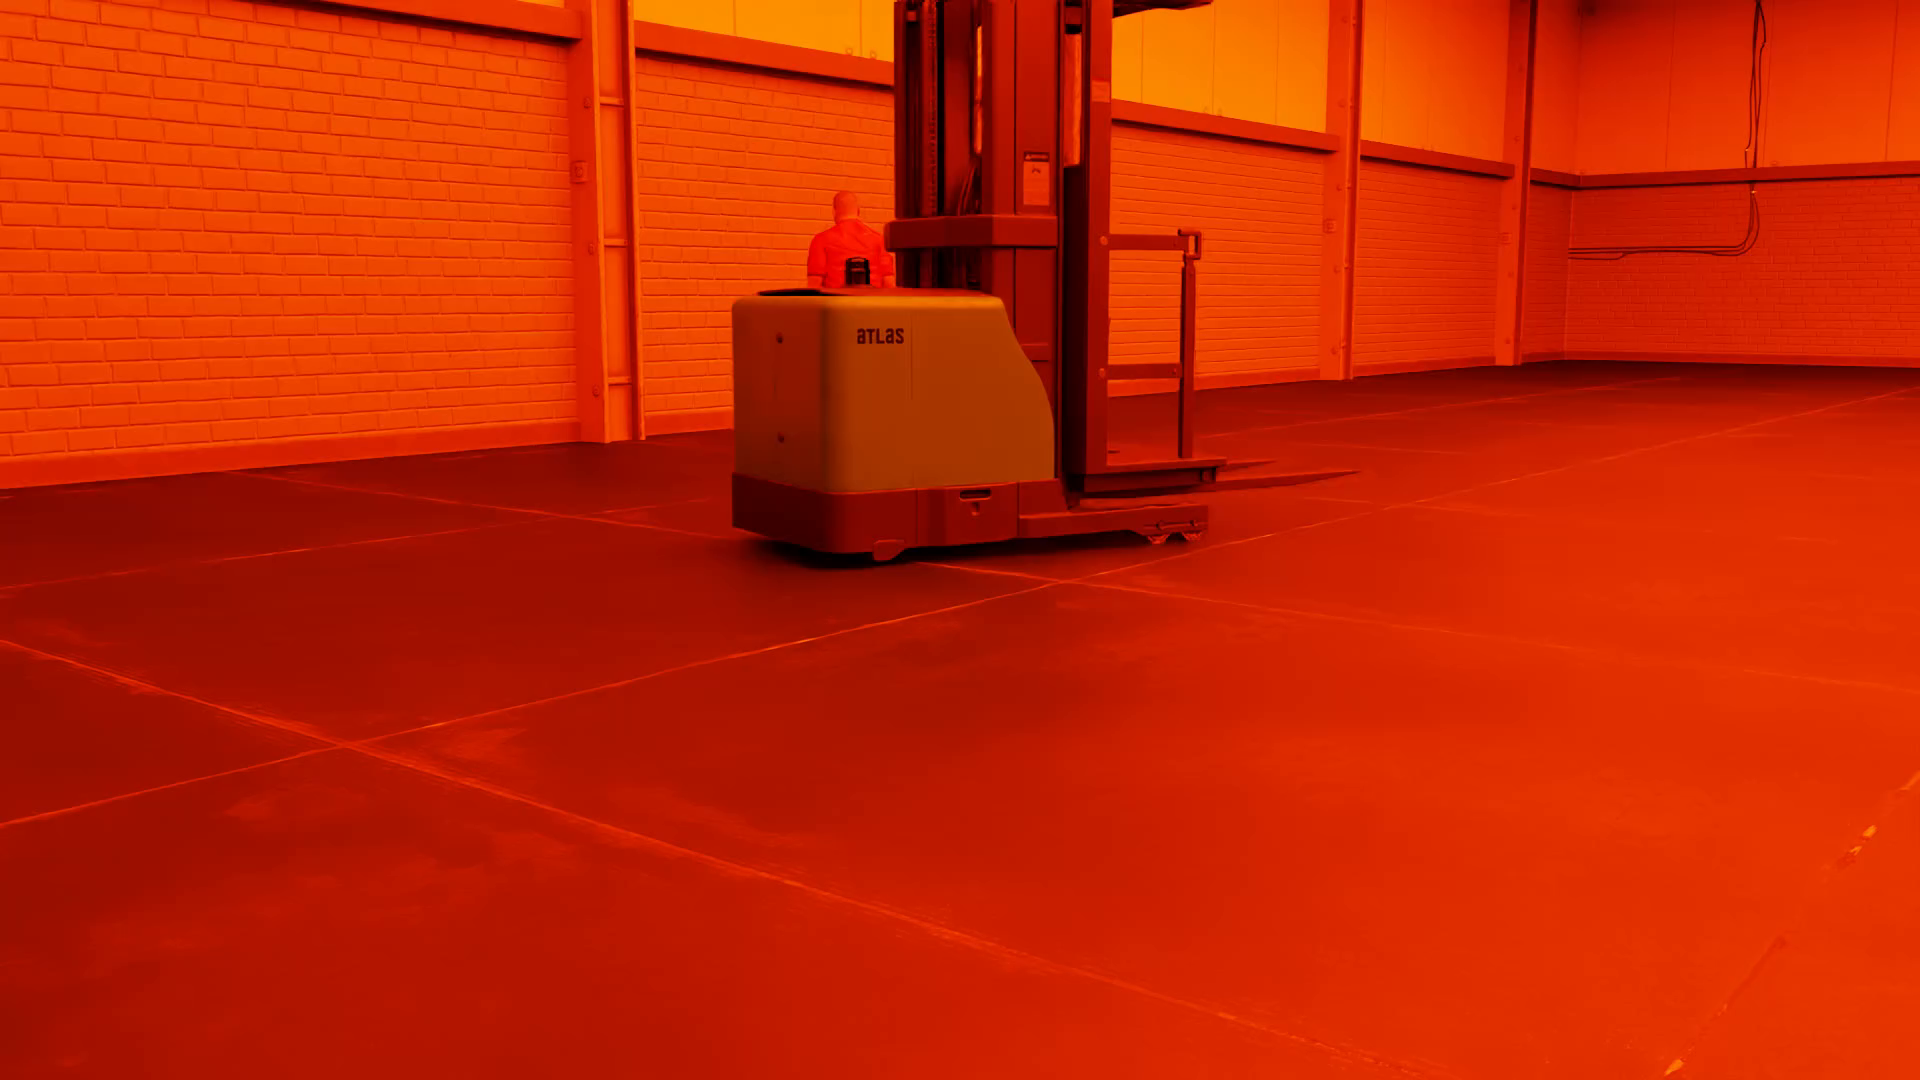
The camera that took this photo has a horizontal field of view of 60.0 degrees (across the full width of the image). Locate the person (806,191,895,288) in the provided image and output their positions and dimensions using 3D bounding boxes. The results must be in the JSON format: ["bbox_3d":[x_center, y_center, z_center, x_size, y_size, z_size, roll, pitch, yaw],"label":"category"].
[{"bbox_3d":[-0.683,-1.317,10.442,0.585,1.726,0.396,-2,9,-12],"label":"person"}]

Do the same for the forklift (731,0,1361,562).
[{"bbox_3d":[0.518,-1.498,7.522,3.031,2.935,1.130,-5,10,-31],"label":"forklift"}]
